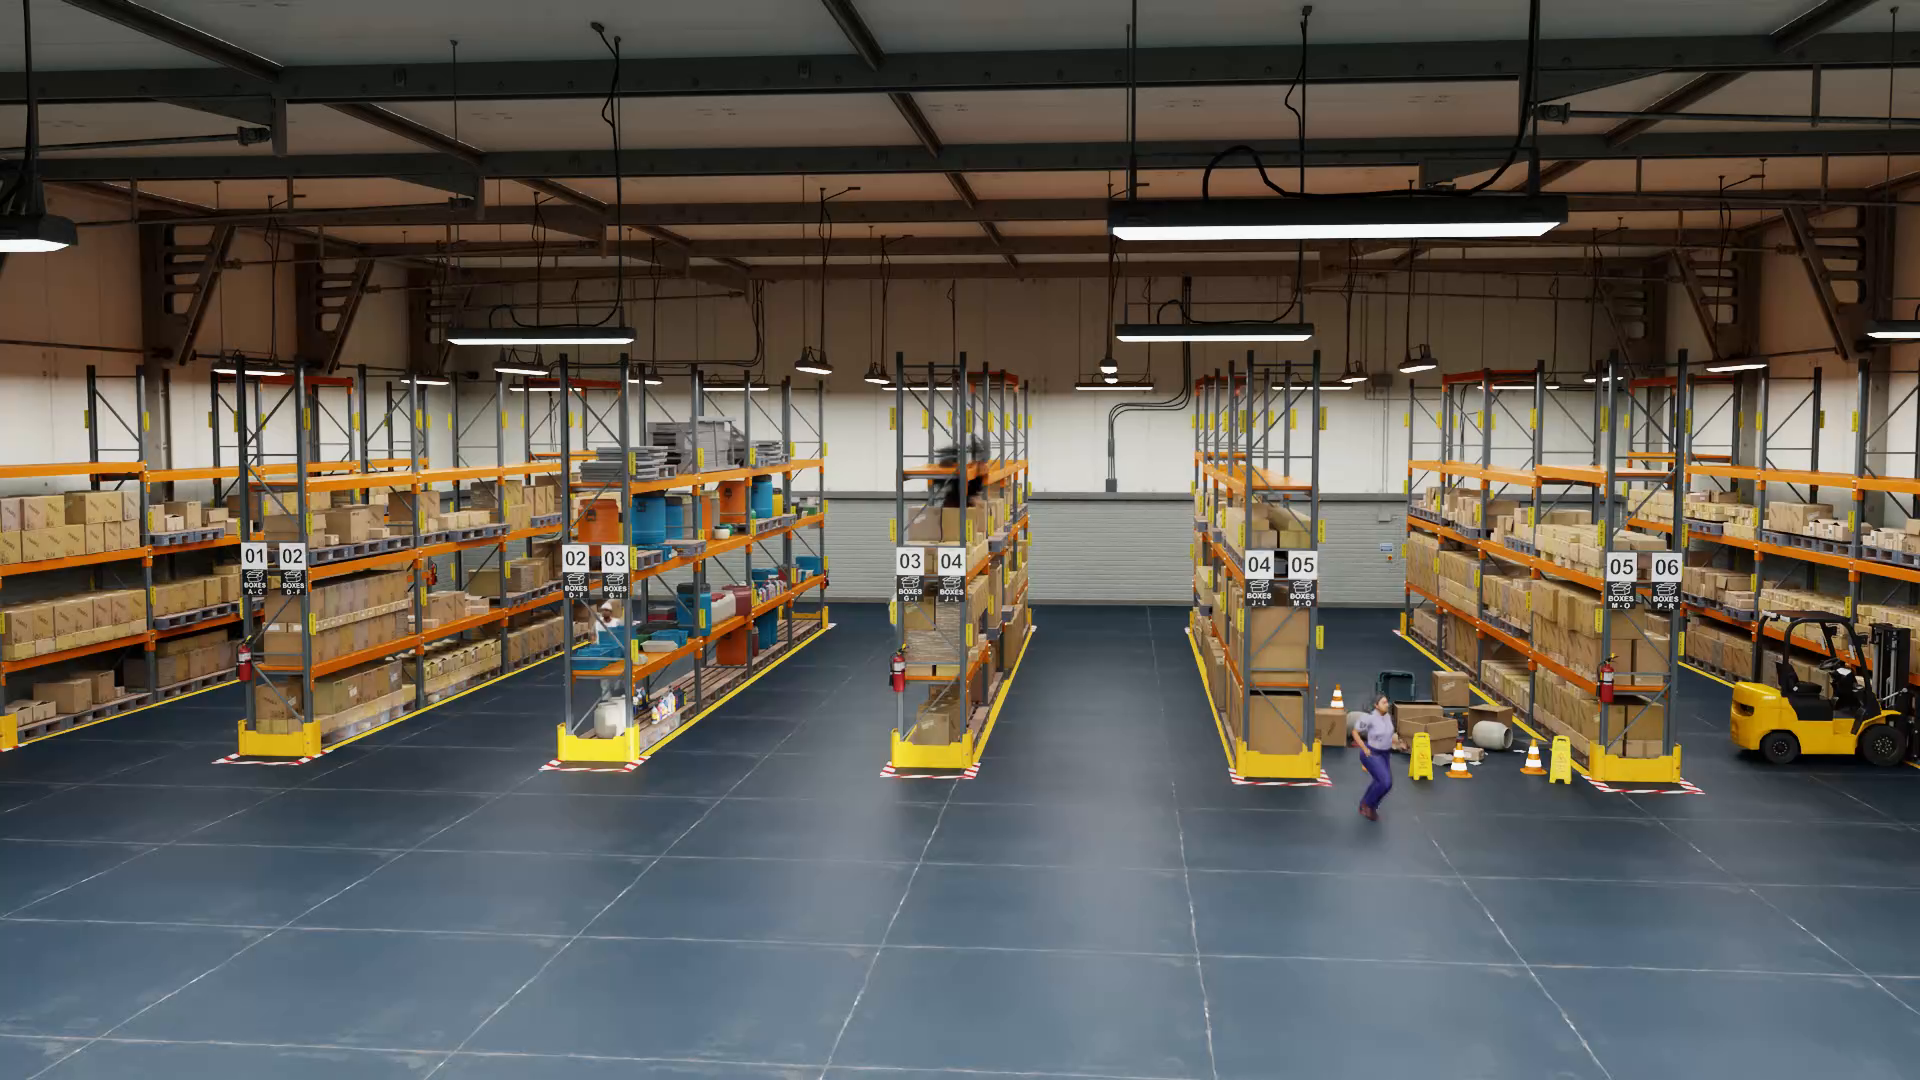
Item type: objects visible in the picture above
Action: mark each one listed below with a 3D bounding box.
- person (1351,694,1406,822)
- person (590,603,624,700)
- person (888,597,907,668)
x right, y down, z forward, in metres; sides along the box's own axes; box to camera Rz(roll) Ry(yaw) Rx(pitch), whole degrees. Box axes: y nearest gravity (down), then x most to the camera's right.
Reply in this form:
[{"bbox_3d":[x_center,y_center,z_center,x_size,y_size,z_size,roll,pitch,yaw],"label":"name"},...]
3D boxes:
[{"bbox_3d":[5.237,2.722,20.850,0.565,1.605,0.688,-4,5,-42],"label":"person"},{"bbox_3d":[-6.366,2.007,30.046,0.685,1.739,0.605,0,4,7],"label":"person"},{"bbox_3d":[-1.139,1.740,33.704,0.674,1.721,0.569,0,4,6],"label":"person"}]
